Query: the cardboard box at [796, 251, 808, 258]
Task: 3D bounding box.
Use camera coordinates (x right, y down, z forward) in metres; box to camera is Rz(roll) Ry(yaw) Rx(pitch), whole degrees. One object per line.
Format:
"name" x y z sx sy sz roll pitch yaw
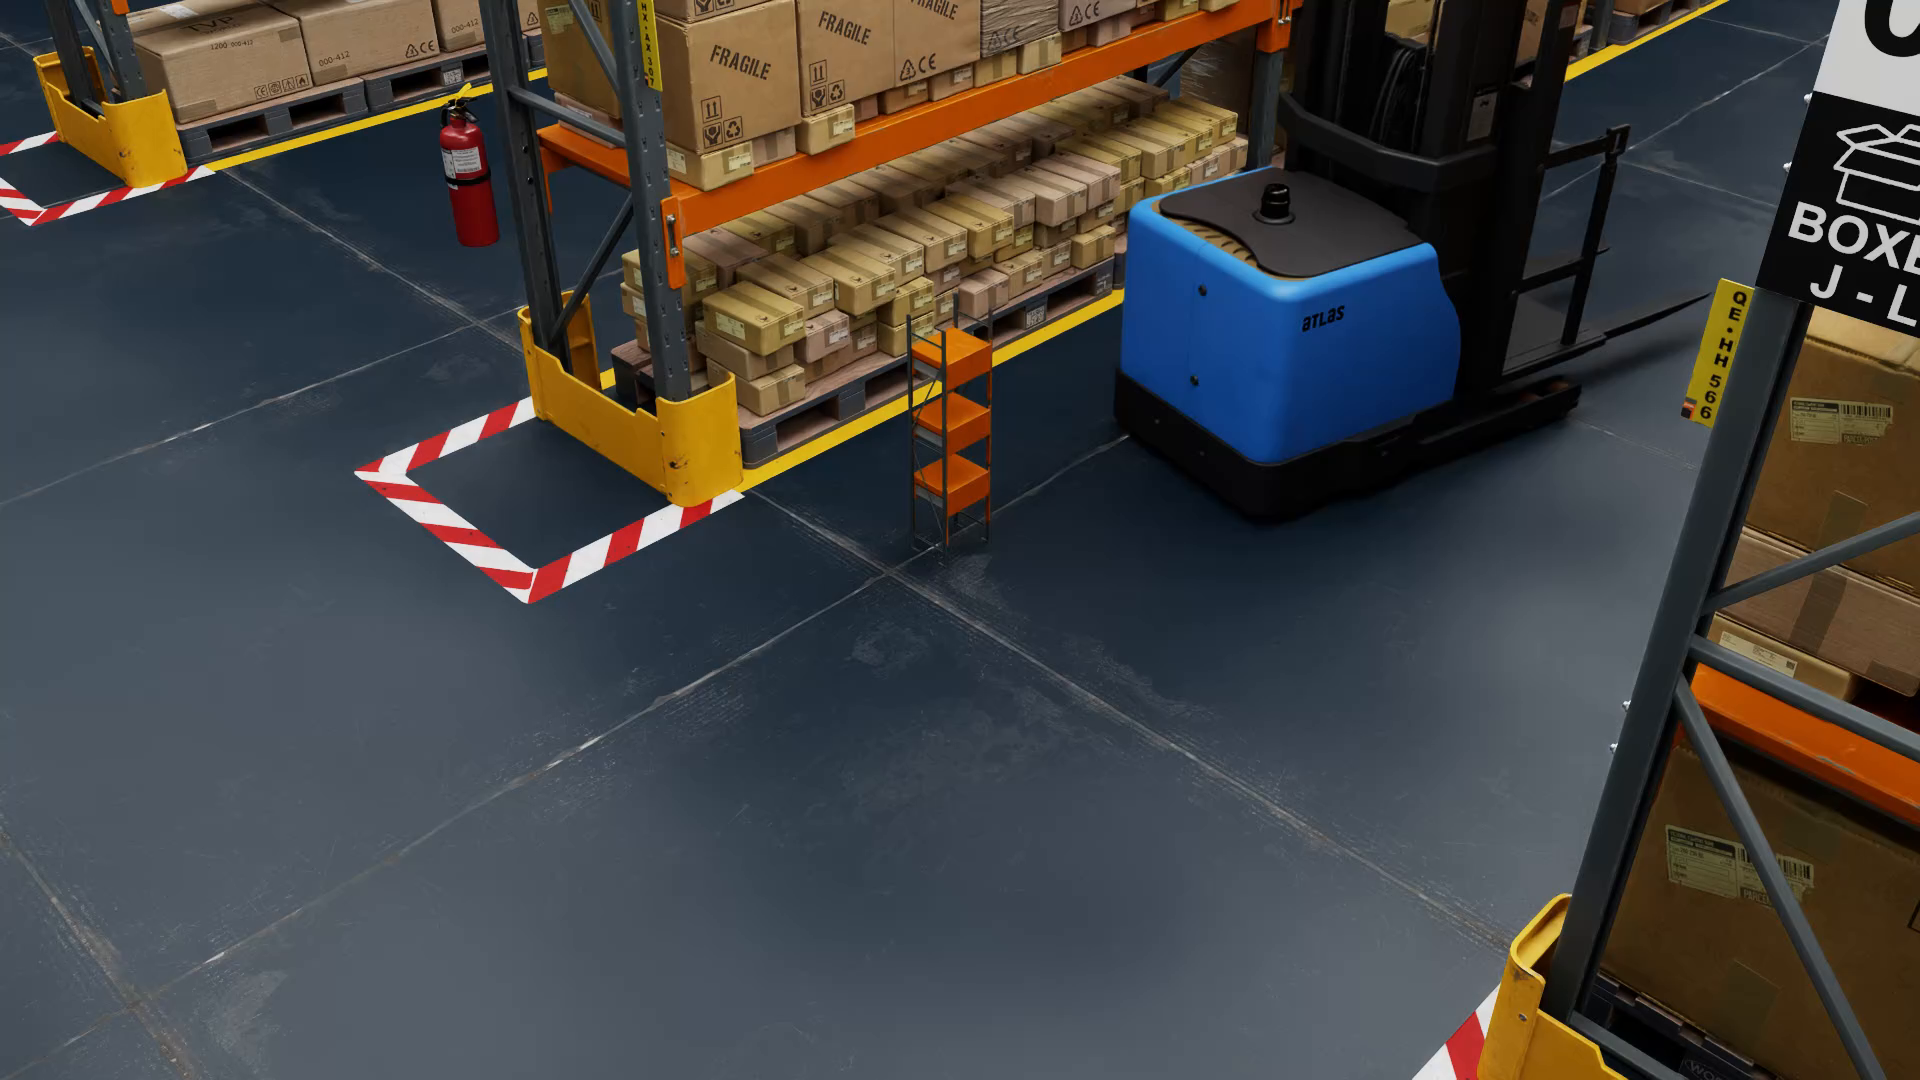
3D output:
"cardboard box" -0.692 -1.357 7.939 0.380 0.149 0.250 29 44 35

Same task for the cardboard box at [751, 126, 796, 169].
"cardboard box" -0.877 -1.640 6.699 0.250 0.149 0.380 -28 44 -34

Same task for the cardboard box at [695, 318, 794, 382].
"cardboard box" -0.937 -0.858 7.223 0.250 0.149 0.380 -28 44 -34

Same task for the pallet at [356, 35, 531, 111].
"pallet" -3.705 -3.283 11.273 1.003 0.211 1.213 30 45 35

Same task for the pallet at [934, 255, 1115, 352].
"pallet" 0.022 -1.319 8.457 1.003 0.211 1.213 30 45 35

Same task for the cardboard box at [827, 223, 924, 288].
"cardboard box" -0.385 -1.292 7.585 0.380 0.149 0.250 27 43 33

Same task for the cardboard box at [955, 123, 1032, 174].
"cardboard box" 0.156 -2.042 8.661 0.250 0.149 0.380 -29 44 -35

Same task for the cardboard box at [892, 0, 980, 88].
"cardboard box" -0.263 -2.279 7.048 0.500 0.500 0.500 -29 44 -35

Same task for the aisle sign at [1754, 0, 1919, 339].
"aisle sign" 1.697 -0.742 2.919 0.394 0.787 0.004 30 45 35

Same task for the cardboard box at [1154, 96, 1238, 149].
"cardboard box" 1.264 -2.245 8.952 0.250 0.149 0.380 -29 44 -34

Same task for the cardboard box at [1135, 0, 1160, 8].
"cardboard box" 0.823 -2.890 7.925 0.500 0.500 0.500 28 44 34

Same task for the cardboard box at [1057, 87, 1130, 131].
"cardboard box" 0.704 -2.350 9.103 0.250 0.149 0.380 -28 43 -34

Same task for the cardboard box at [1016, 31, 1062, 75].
"cardboard box" 0.244 -2.271 7.603 0.250 0.149 0.380 -29 44 -35

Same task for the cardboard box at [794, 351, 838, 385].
"cardboard box" -0.766 -0.850 7.471 0.380 0.149 0.250 29 44 35

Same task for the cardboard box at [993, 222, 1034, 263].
"cardboard box" 0.142 -1.520 8.173 0.250 0.149 0.380 -28 43 -34

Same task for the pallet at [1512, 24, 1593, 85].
"pallet" 3.597 -3.411 11.457 1.003 0.211 1.213 30 45 35

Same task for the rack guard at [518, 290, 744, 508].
"rack guard" -1.435 -0.630 7.216 1.175 0.500 0.348 30 45 35

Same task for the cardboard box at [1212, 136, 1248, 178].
"cardboard box" 1.334 -2.117 9.028 0.250 0.149 0.380 -29 44 -35

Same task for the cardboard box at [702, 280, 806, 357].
"cardboard box" -0.878 -0.947 7.090 0.380 0.149 0.250 27 43 33

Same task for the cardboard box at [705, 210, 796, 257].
"cardboard box" -0.985 -1.423 7.773 0.380 0.149 0.250 29 44 34

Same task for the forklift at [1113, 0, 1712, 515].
"forklift" 2.206 -1.935 6.962 3.031 2.935 1.130 -20 39 -26

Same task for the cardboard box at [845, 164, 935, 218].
"cardboard box" -0.343 -1.696 8.165 0.380 0.149 0.250 28 44 34

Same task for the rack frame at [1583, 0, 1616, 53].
"rack frame" 4.148 -4.871 11.113 1.000 3.000 0.127 30 45 35

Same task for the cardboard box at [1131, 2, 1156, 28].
"cardboard box" 0.730 -2.624 8.111 0.380 0.149 0.250 28 44 34

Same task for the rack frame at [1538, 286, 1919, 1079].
"rack frame" 1.960 0.416 3.531 1.000 3.000 0.127 30 45 35

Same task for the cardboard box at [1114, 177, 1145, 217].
"cardboard box" 0.729 -1.824 8.608 0.250 0.149 0.380 -29 44 -35

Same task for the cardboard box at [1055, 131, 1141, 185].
"cardboard box" 0.704 -1.948 8.526 0.250 0.149 0.380 -28 44 -34

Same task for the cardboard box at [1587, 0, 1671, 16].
"cardboard box" 4.641 -4.332 11.939 1.050 0.750 0.750 29 44 35

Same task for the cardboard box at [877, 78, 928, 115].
"cardboard box" -0.356 -1.989 7.199 0.380 0.149 0.250 29 44 35

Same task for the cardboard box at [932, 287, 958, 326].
"cardboard box" -0.226 -1.155 7.909 0.380 0.149 0.250 30 45 35

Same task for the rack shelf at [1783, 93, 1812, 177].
"rack shelf" 3.369 -1.331 4.043 1.077 0.370 4.000 30 45 35

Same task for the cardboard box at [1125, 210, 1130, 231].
"cardboard box" 0.913 -1.749 8.761 0.380 0.149 0.250 28 44 34

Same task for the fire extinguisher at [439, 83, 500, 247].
"fire extinguisher" -1.993 -1.523 6.705 0.296 0.674 0.183 30 45 35

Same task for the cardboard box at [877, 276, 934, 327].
"cardboard box" -0.337 -1.142 7.630 0.250 0.149 0.380 -28 44 -34

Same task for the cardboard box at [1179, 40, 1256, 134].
"cardboard box" 1.673 -2.797 9.956 0.500 0.500 0.500 29 44 35

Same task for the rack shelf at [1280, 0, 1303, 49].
"rack shelf" 2.739 -3.765 10.155 1.077 0.370 4.000 30 45 35

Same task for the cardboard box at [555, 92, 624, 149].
"cardboard box" -1.459 -1.767 6.881 0.380 0.149 0.250 30 45 35

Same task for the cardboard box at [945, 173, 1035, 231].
"cardboard box" 0.144 -1.629 8.069 0.380 0.149 0.250 30 45 35

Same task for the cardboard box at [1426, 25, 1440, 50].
"cardboard box" 2.770 -3.021 10.278 0.500 0.500 0.500 -29 44 -35

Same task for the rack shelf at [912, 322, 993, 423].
"rack shelf" -0.038 -0.633 6.262 0.215 0.259 0.240 30 45 35

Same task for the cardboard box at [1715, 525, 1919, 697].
"cardboard box" 2.113 0.052 3.924 0.500 0.250 0.500 29 44 35

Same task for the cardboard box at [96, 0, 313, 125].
"cardboard box" -4.678 -3.008 10.313 0.875 0.438 0.875 28 44 34

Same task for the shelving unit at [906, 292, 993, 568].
"shelving unit" -0.038 -0.409 6.419 0.215 1.050 0.252 30 45 35

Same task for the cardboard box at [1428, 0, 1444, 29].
"cardboard box" 2.774 -3.318 10.048 0.500 0.250 0.500 -28 44 -34

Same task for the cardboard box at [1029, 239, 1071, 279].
"cardboard box" 0.335 -1.455 8.339 0.250 0.149 0.380 -29 44 -35
